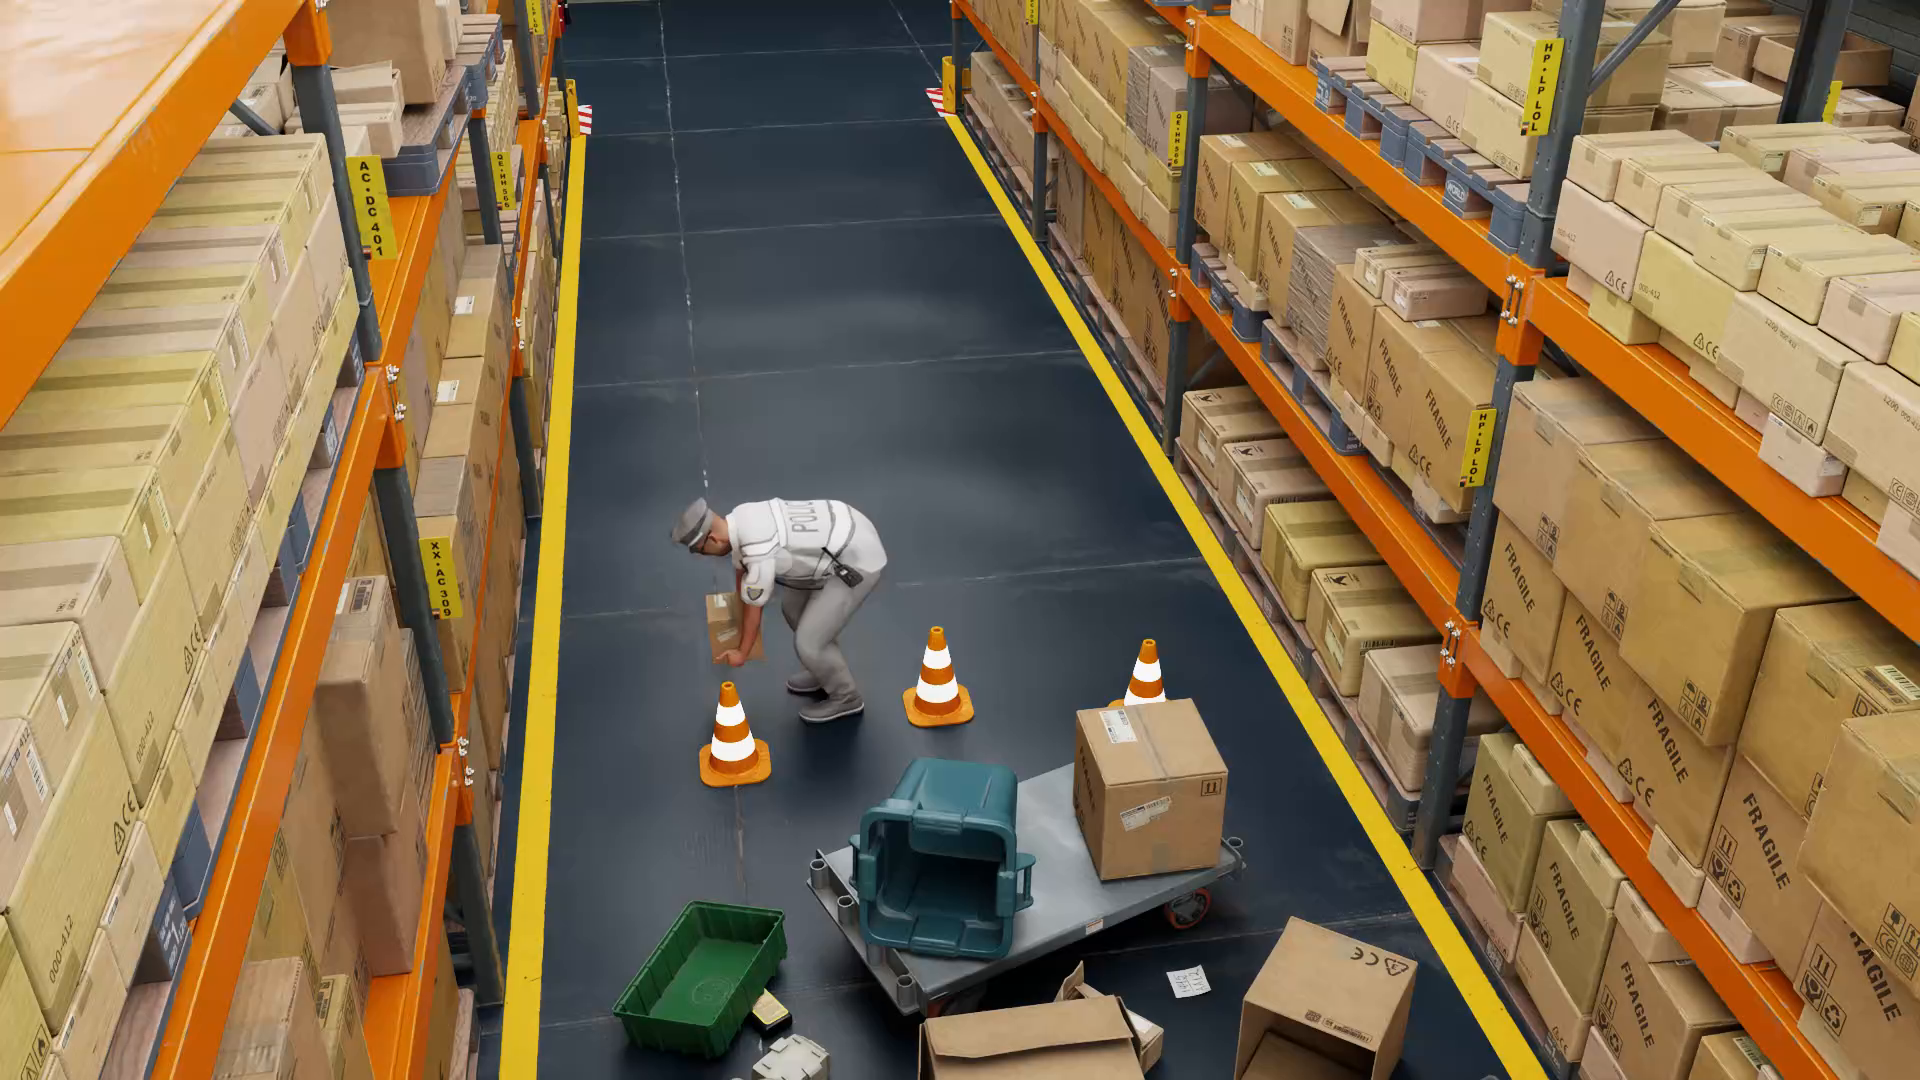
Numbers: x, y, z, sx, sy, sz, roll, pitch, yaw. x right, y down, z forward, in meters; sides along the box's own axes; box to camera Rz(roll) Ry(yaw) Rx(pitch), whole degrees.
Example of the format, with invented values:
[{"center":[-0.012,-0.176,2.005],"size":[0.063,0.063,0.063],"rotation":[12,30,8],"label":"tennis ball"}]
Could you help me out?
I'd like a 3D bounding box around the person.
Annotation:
[{"center":[-0.823,0.170,8.063],"size":[0.860,1.529,0.478],"rotation":[-6,31,-10],"label":"person"}]
